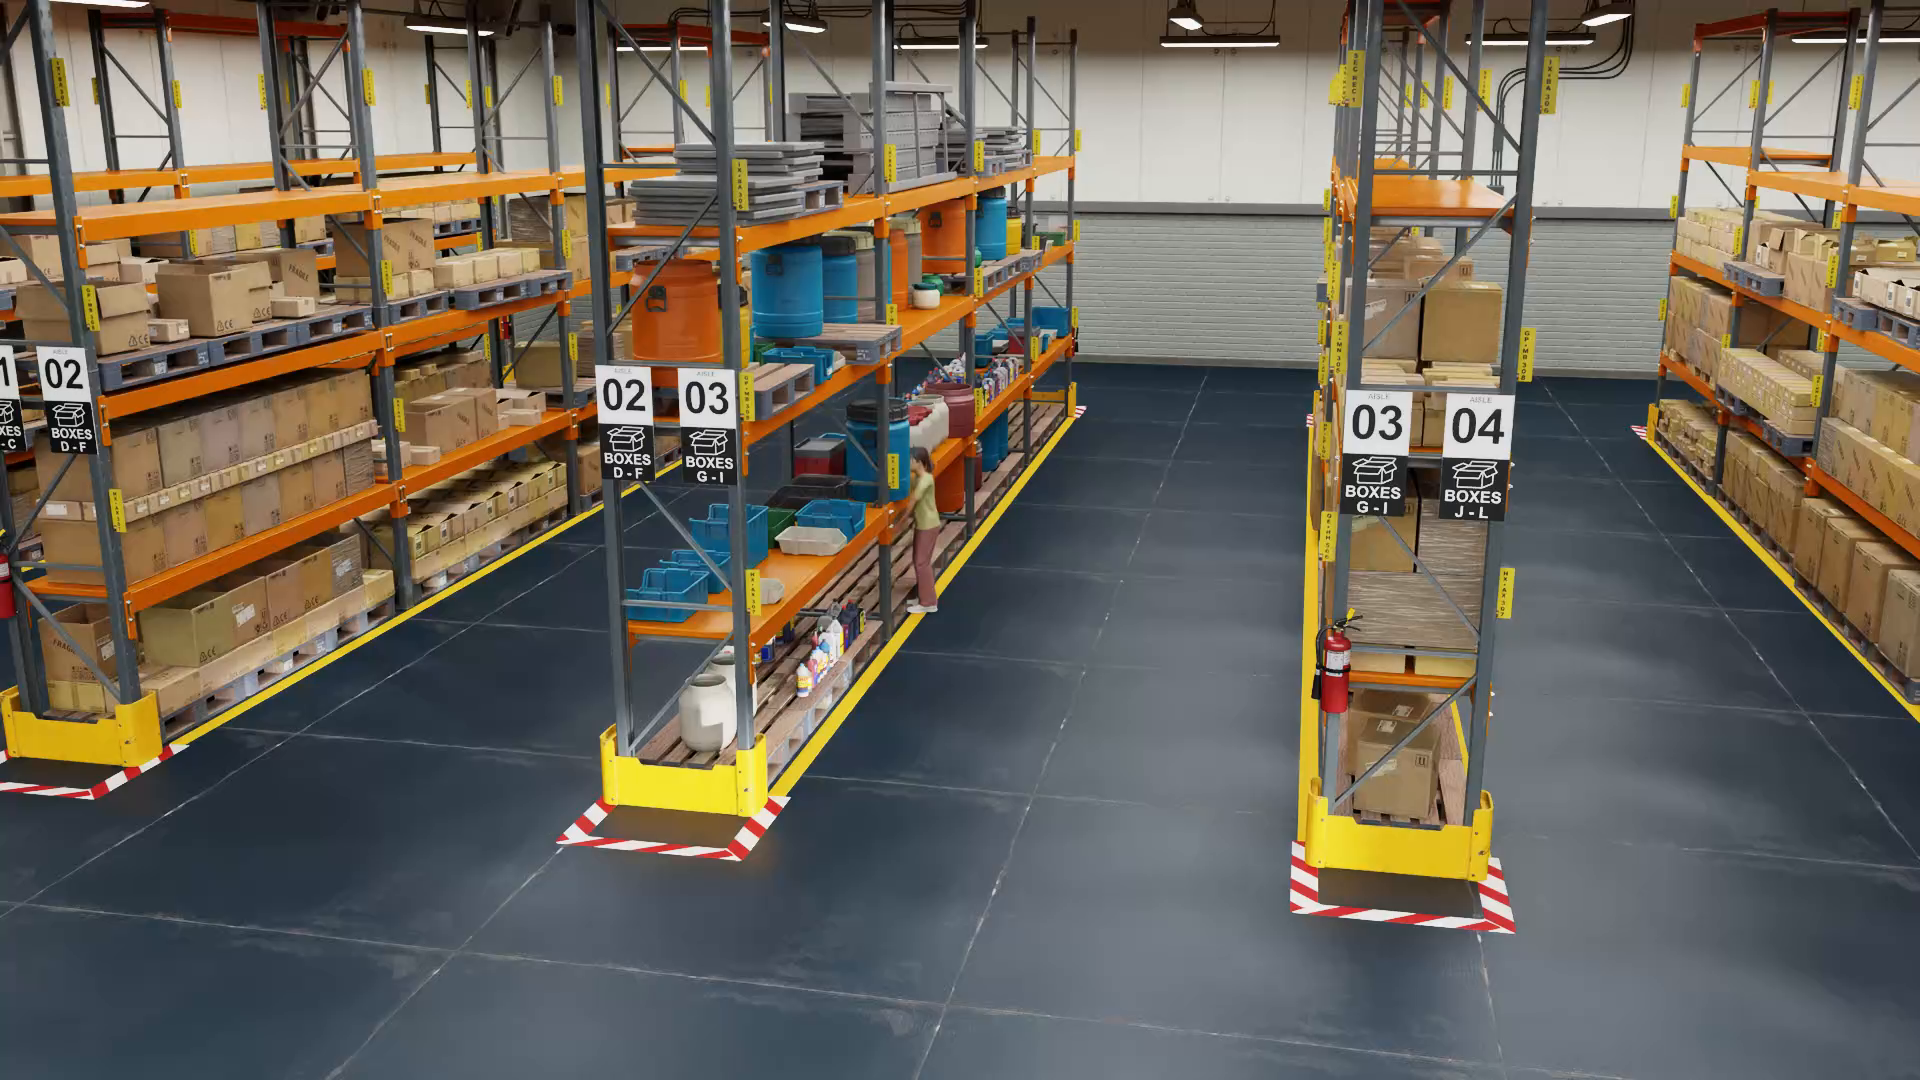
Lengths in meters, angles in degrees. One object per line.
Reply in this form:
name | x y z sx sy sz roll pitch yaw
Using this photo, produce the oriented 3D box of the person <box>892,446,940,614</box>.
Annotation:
person | -0.458 -0.108 16.452 0.530 1.666 0.409 -1 15 -5
